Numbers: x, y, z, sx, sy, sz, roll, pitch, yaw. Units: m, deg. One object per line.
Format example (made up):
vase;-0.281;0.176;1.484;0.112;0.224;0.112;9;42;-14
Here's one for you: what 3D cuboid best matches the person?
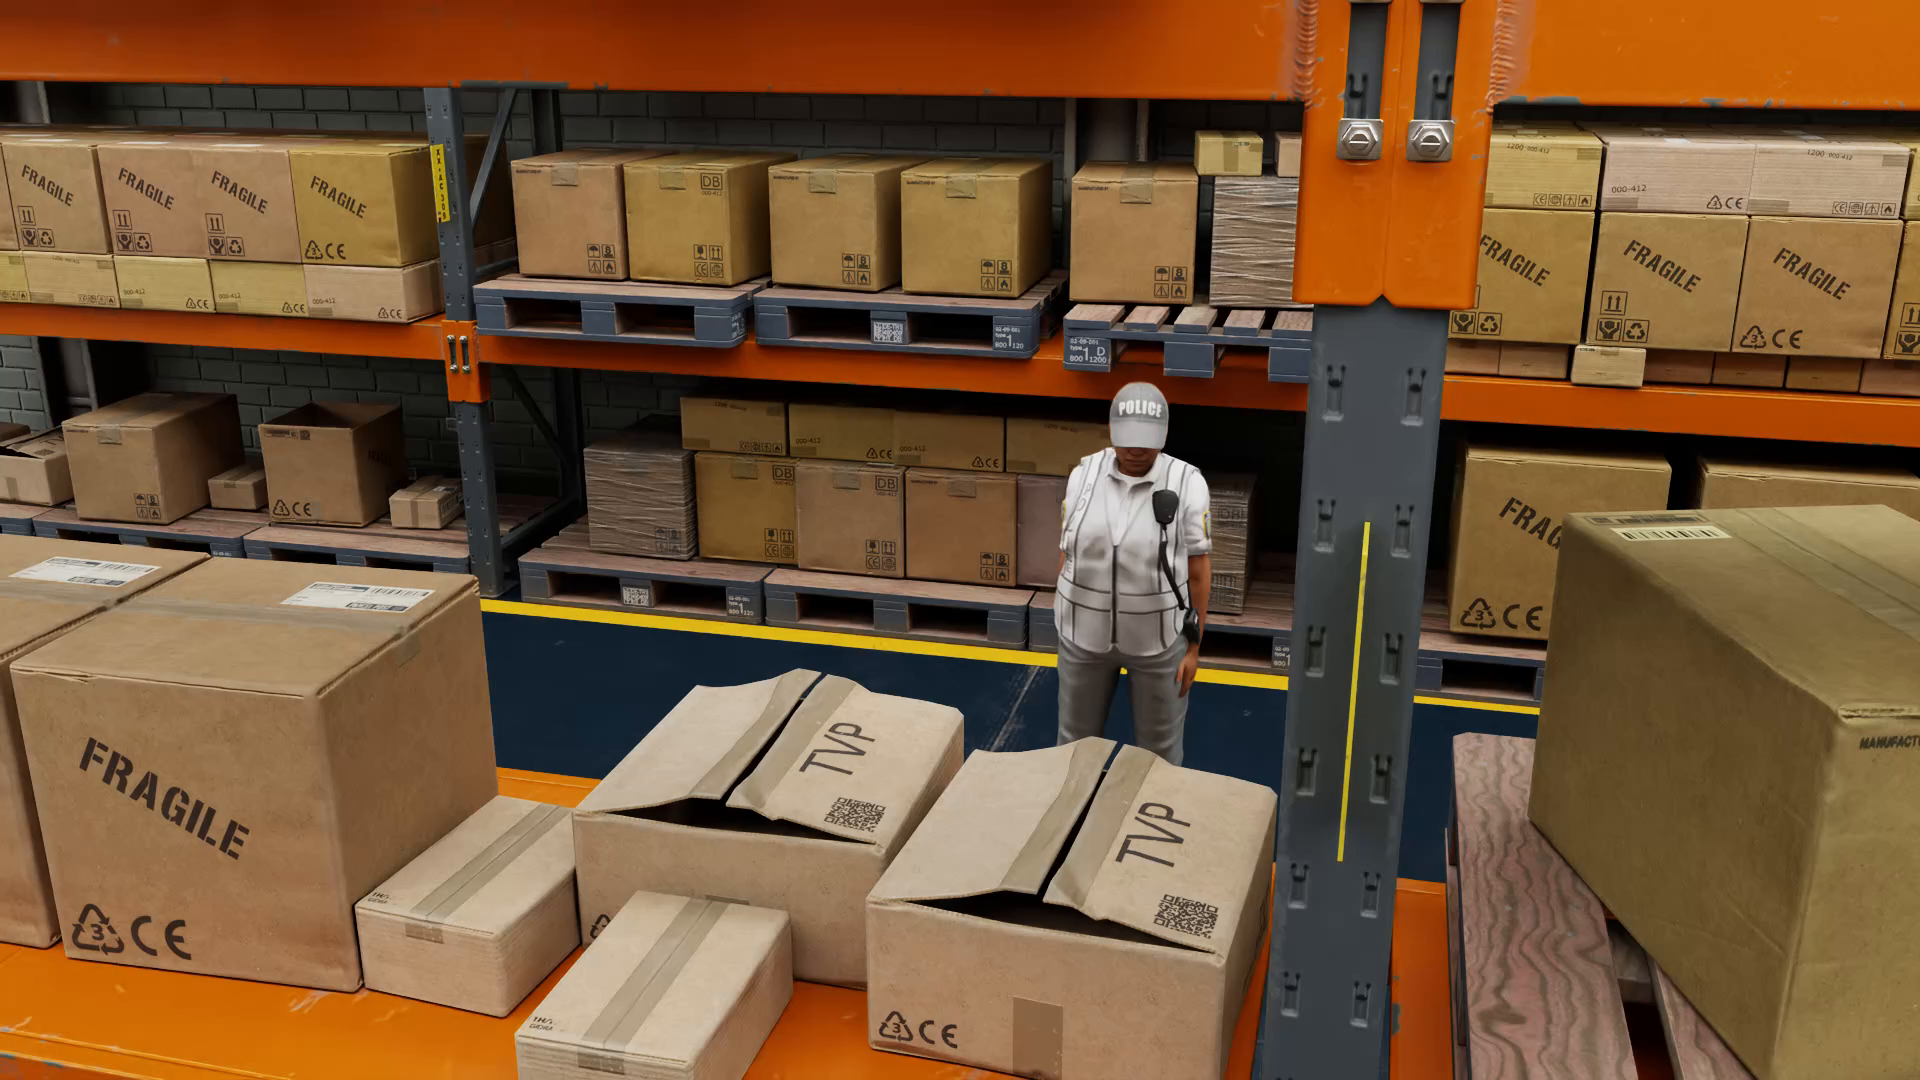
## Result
person;0.523;0.323;5.107;0.471;1.657;0.390;5;19;15
